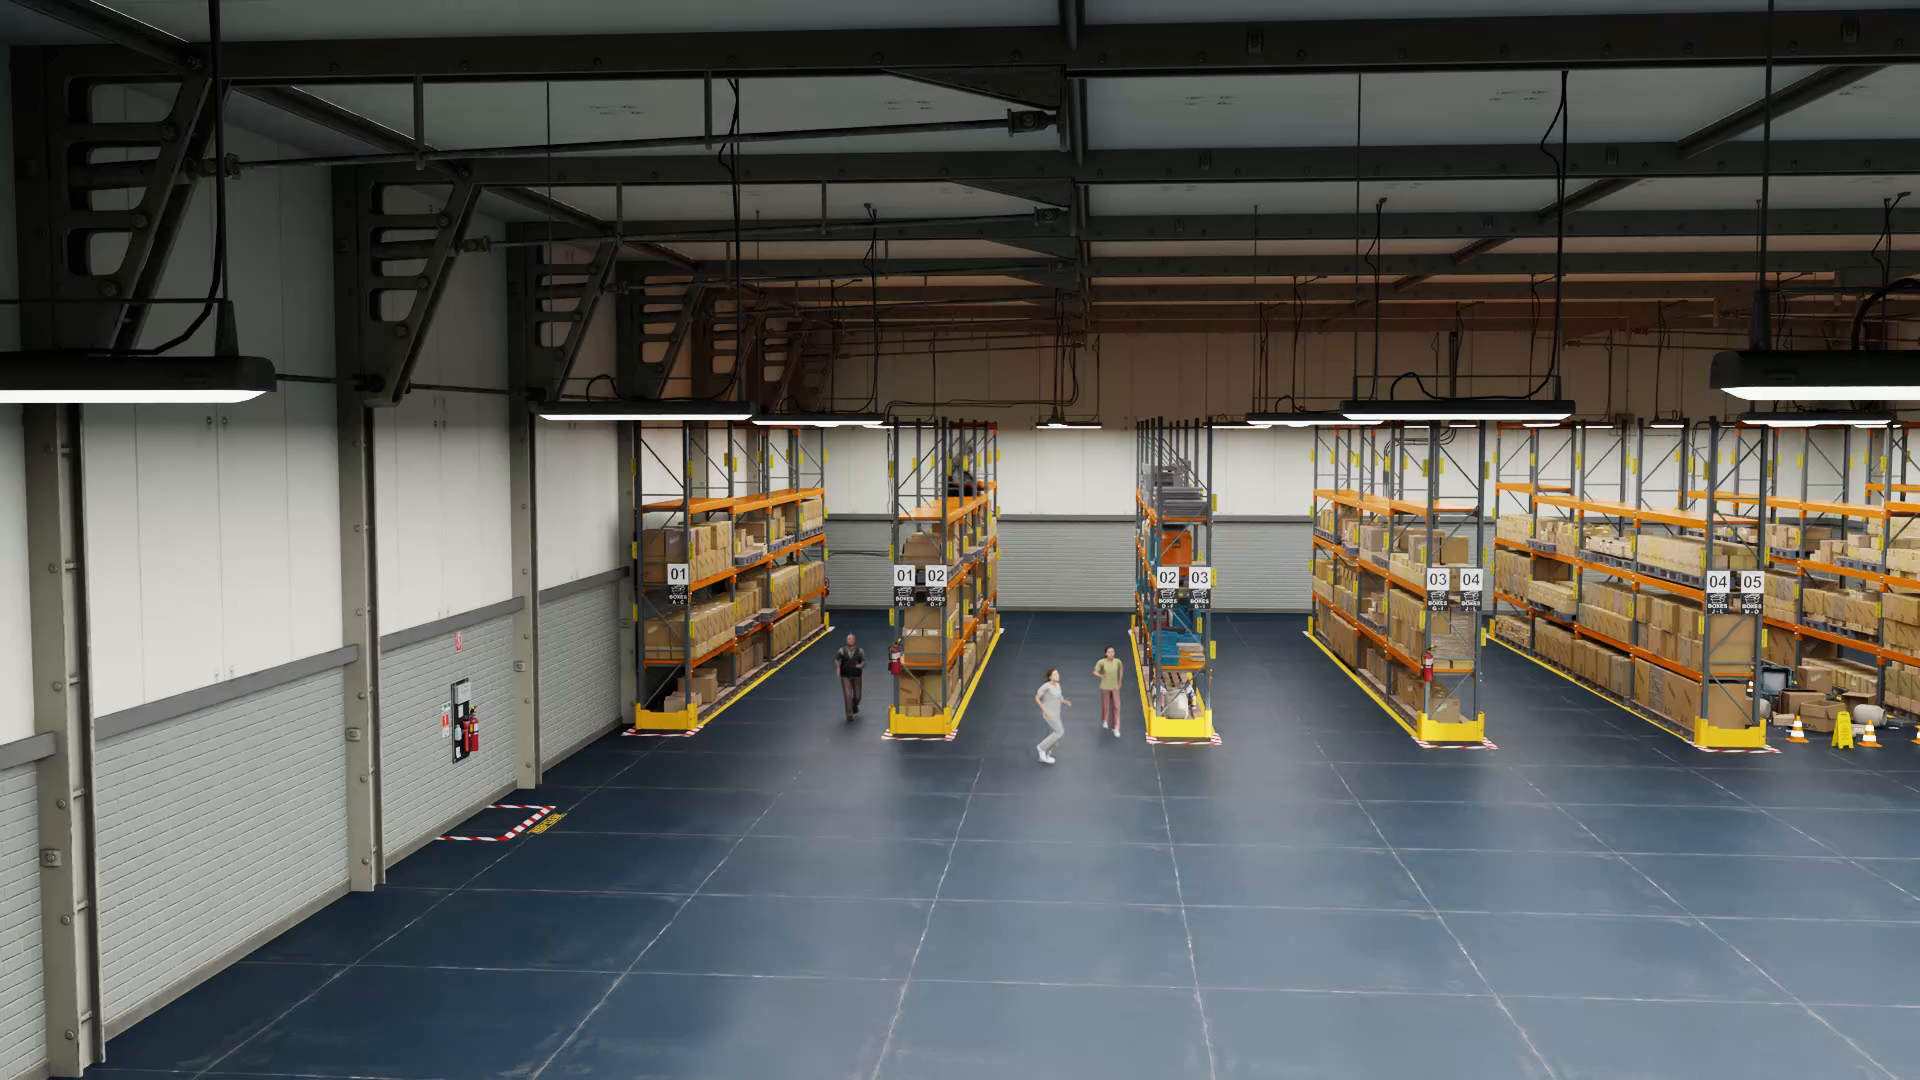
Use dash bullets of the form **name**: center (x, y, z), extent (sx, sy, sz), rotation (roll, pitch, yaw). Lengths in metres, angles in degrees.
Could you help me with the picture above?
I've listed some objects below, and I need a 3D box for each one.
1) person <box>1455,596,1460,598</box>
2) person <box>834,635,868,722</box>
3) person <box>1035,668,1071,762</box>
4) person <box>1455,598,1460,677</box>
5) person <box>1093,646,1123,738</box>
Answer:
- **person**: center (13.834, 1.908, 46.866), extent (0.498, 1.530, 0.587), rotation (-3, 5, -38)
- **person**: center (-2.161, 2.724, 32.945), extent (0.669, 1.693, 0.859), rotation (0, 4, -7)
- **person**: center (1.635, 3.032, 28.721), extent (0.565, 1.624, 0.550), rotation (2, 4, 33)
- **person**: center (11.726, 2.274, 39.201), extent (0.640, 1.839, 0.819), rotation (0, 4, -3)
- **person**: center (2.821, 2.835, 31.529), extent (0.607, 1.688, 0.931), rotation (0, 4, -6)
